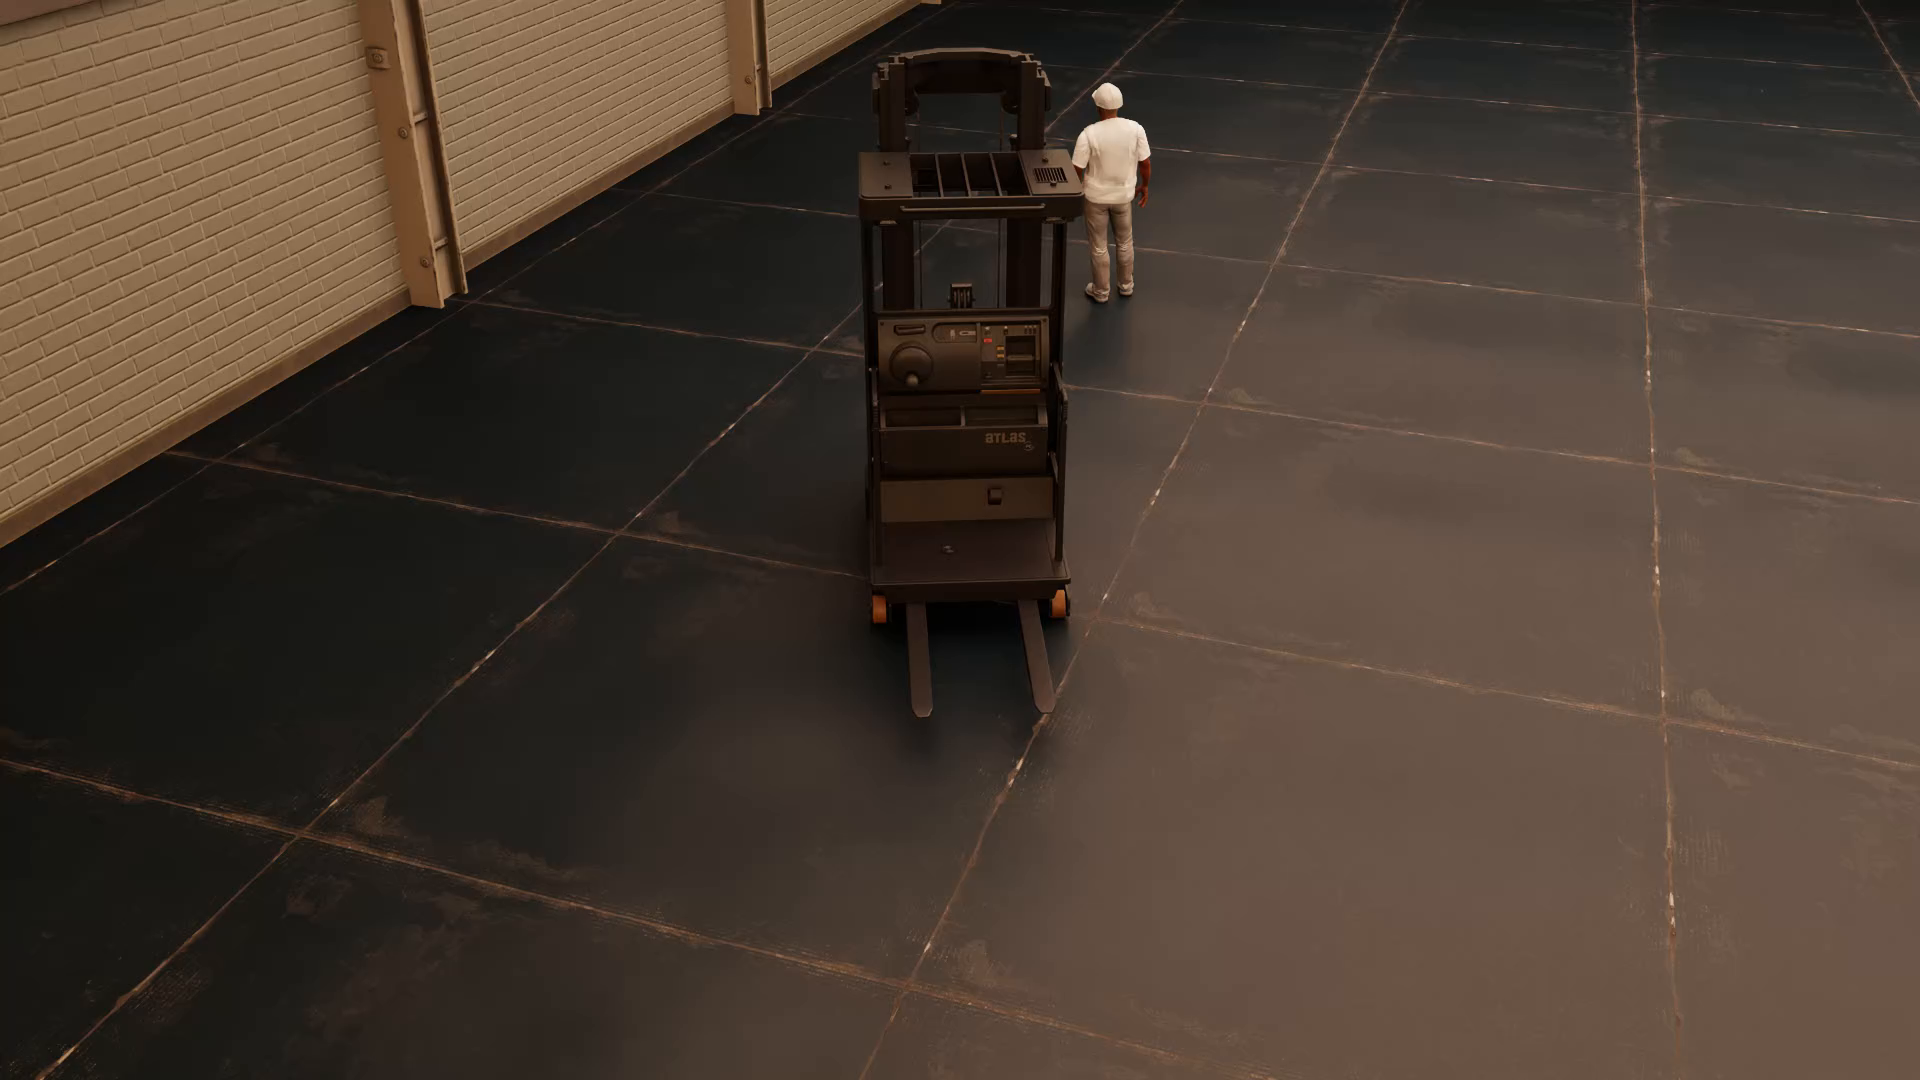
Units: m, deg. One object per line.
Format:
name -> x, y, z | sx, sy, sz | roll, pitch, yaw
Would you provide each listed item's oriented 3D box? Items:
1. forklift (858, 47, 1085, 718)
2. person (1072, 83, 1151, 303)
forklift -> 0.035, -0.972, 8.842 | 1.130, 2.935, 3.031 | -2, 30, -3
person -> 1.151, -2.749, 13.120 | 0.666, 1.765, 0.577 | -5, 30, -8
